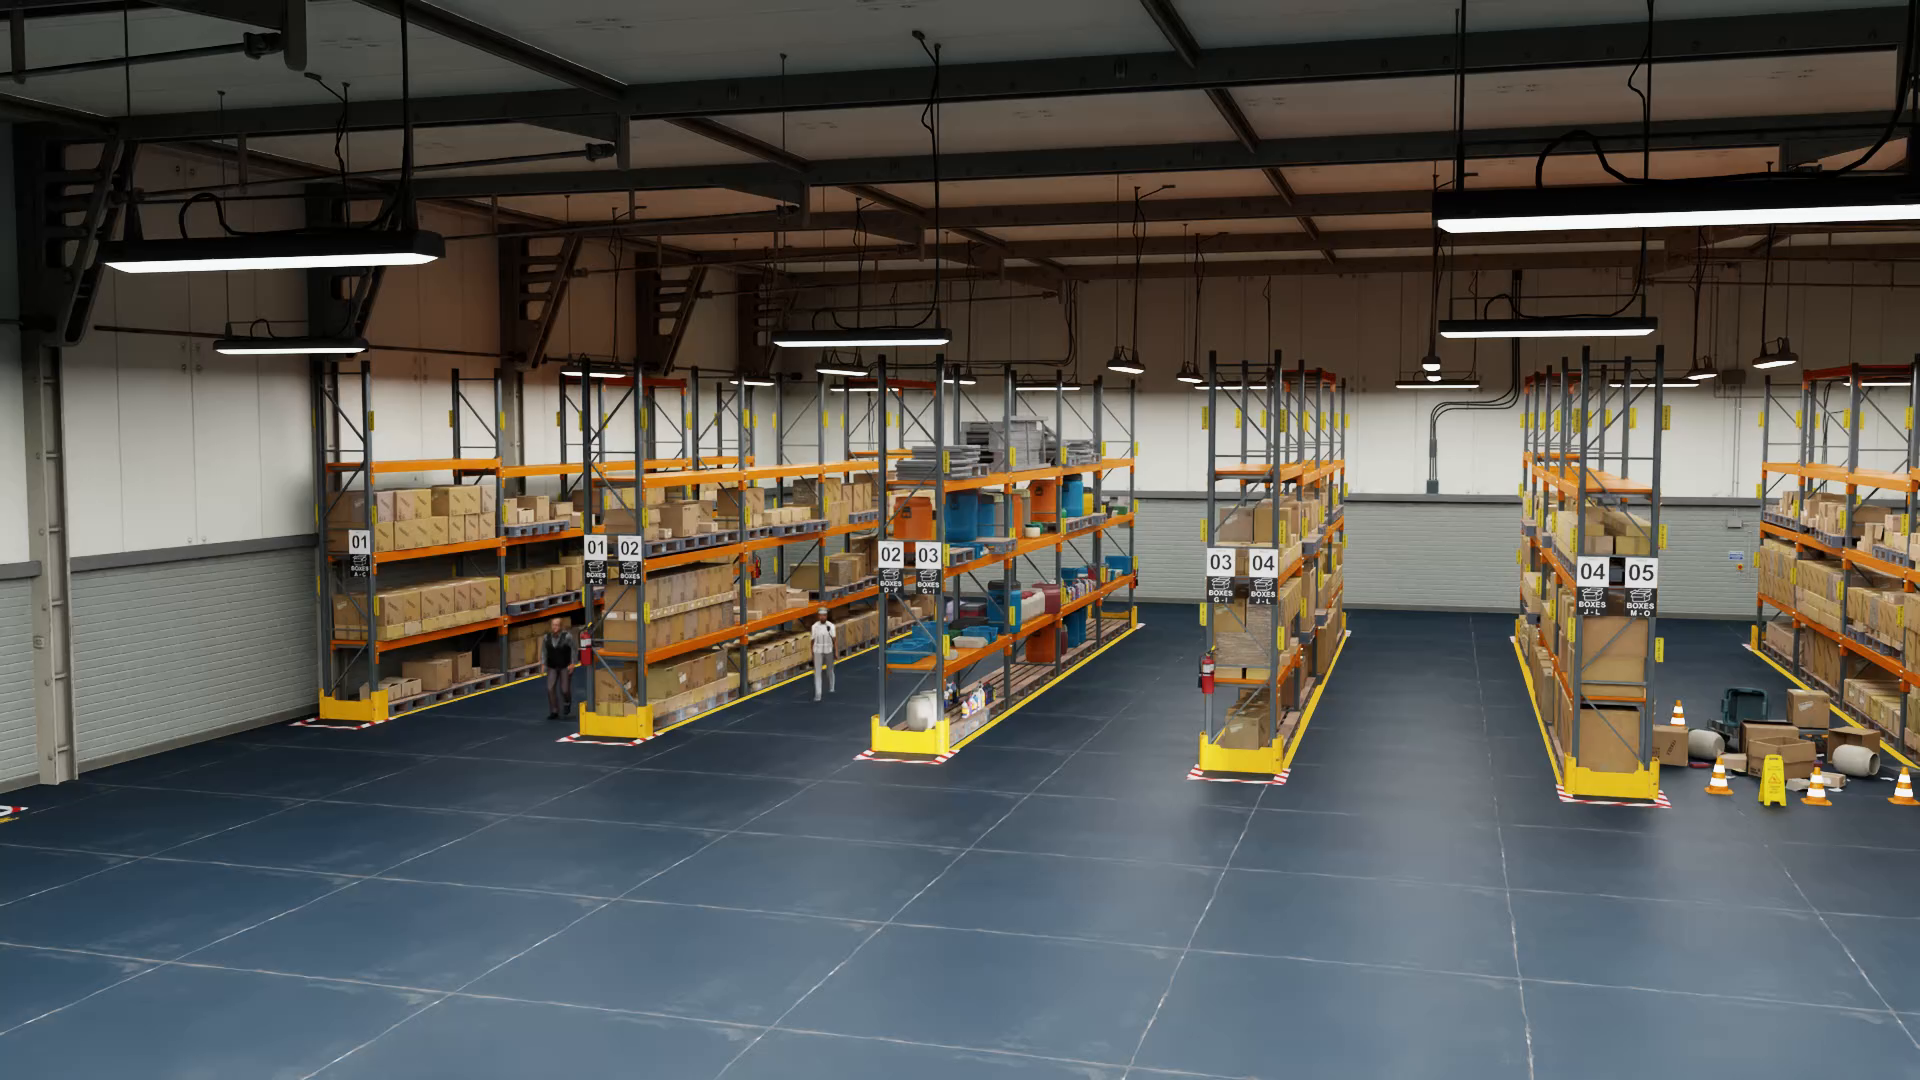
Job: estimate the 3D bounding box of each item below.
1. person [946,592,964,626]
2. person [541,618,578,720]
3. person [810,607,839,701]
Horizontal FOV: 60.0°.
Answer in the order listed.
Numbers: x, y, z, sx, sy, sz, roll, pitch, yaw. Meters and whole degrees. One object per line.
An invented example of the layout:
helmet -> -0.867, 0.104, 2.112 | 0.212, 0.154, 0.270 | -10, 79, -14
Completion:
person -> -0.057, 1.801, 33.620 | 0.490, 1.566, 1.069 | 0, 4, 5
person -> -6.761, 2.154, 28.103 | 0.632, 1.706, 0.598 | 0, 4, 5
person -> -2.432, 2.019, 29.939 | 0.526, 1.642, 0.997 | 0, 4, 1
